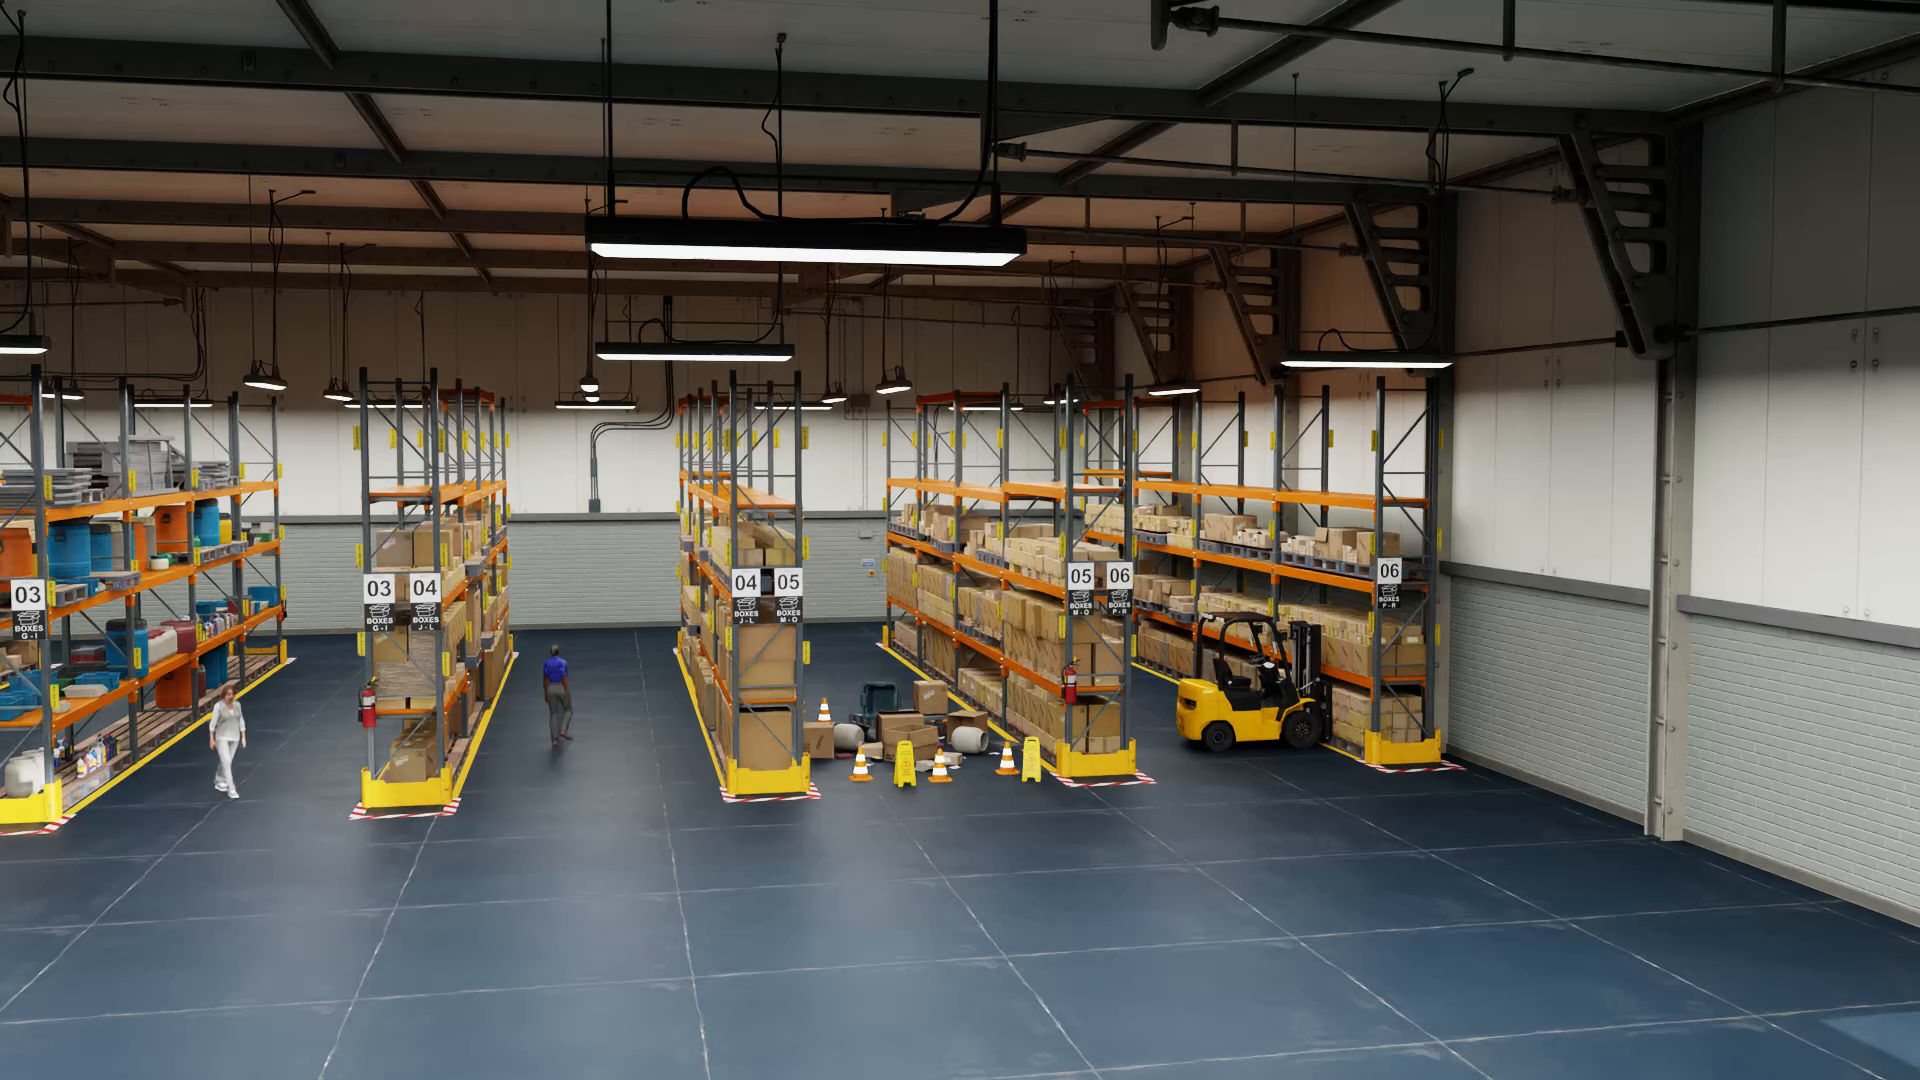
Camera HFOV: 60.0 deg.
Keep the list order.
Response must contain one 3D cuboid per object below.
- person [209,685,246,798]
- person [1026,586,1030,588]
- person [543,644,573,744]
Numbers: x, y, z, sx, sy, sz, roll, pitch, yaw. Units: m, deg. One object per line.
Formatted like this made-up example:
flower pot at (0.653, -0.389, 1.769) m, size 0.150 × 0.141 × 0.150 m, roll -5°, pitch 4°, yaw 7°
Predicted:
person at (-10.303, 2.810, 23.417) m, size 0.919 × 1.544 × 0.447 m, roll 2°, pitch 4°, yaw 34°
person at (1.573, 1.743, 39.948) m, size 0.881 × 1.762 × 0.588 m, roll 1°, pitch 4°, yaw 23°
person at (-6.647, 2.535, 27.479) m, size 0.500 × 1.644 × 0.445 m, roll 0°, pitch 3°, yaw 1°
